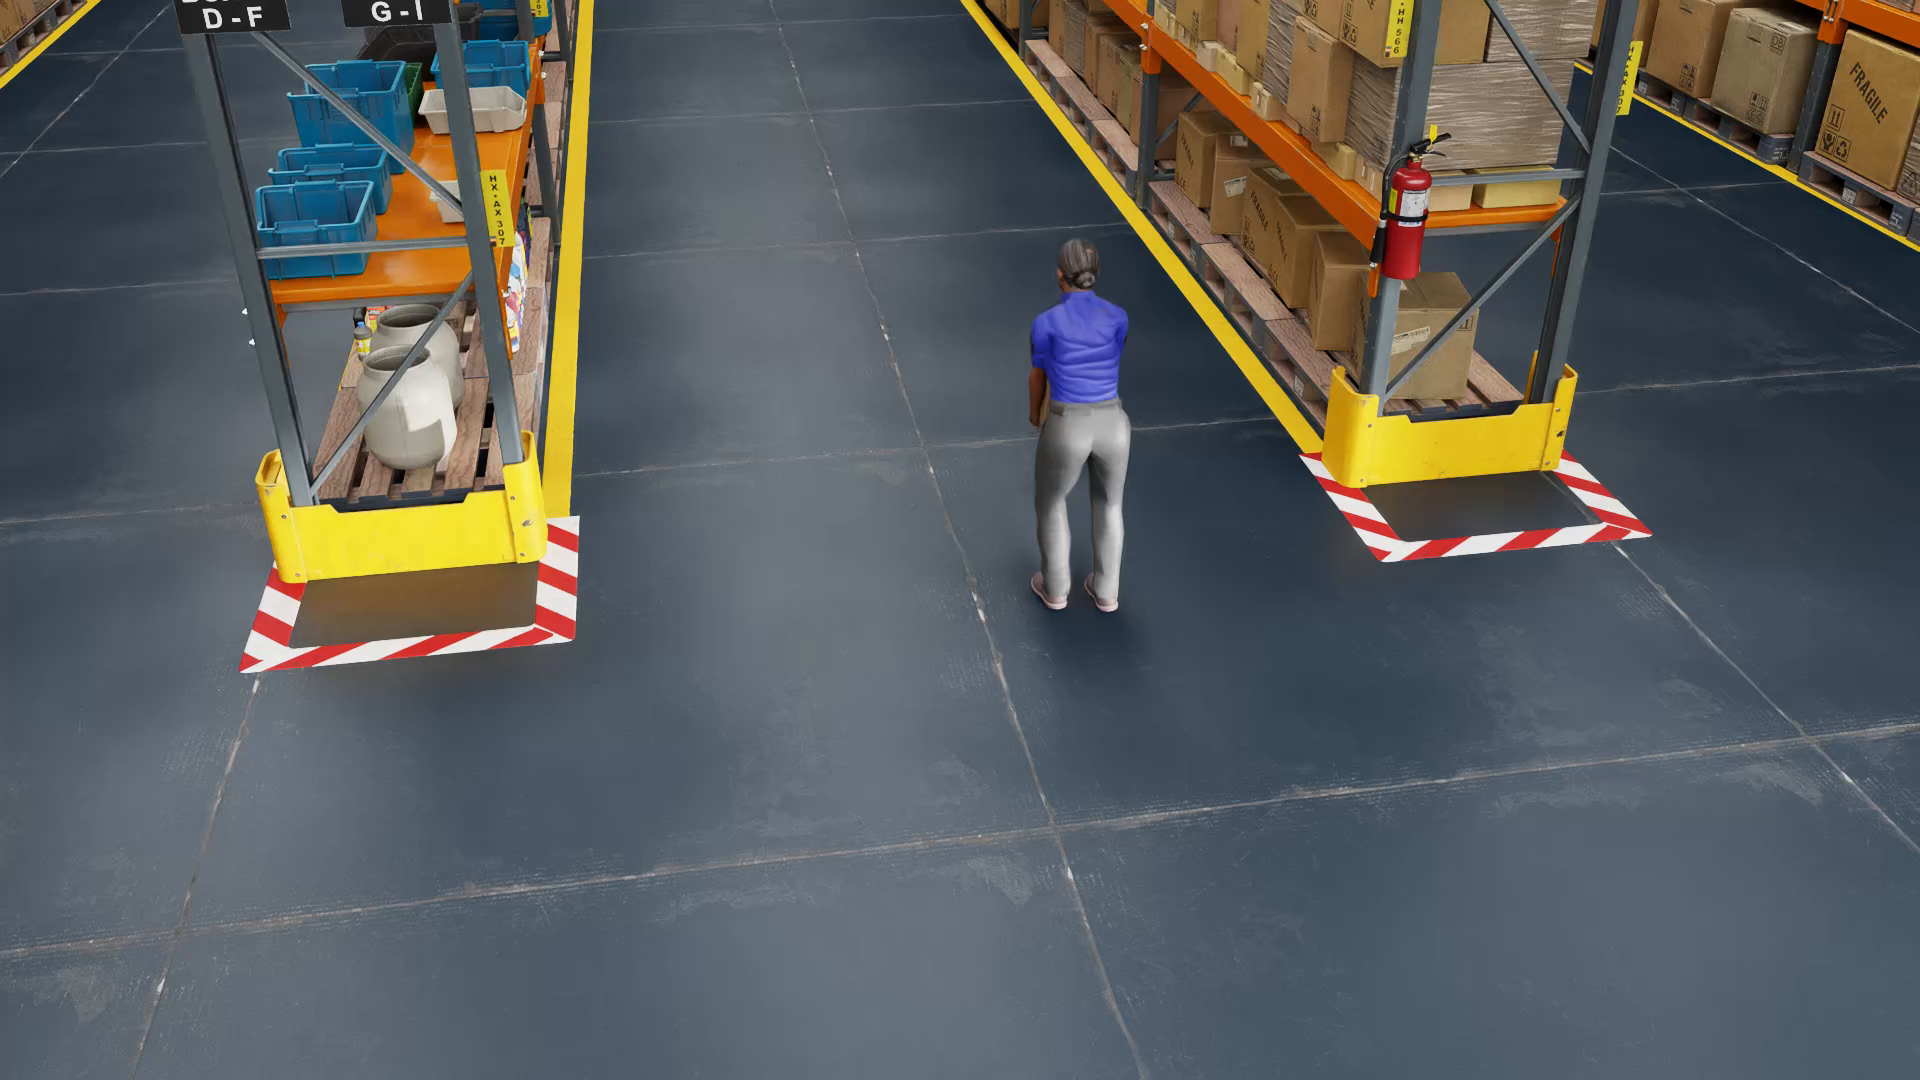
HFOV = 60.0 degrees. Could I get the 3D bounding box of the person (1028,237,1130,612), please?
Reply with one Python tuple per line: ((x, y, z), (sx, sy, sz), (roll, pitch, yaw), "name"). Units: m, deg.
((0.481, -0.473, 6.958), (0.411, 1.636, 0.538), (-6, 31, -10), "person")
